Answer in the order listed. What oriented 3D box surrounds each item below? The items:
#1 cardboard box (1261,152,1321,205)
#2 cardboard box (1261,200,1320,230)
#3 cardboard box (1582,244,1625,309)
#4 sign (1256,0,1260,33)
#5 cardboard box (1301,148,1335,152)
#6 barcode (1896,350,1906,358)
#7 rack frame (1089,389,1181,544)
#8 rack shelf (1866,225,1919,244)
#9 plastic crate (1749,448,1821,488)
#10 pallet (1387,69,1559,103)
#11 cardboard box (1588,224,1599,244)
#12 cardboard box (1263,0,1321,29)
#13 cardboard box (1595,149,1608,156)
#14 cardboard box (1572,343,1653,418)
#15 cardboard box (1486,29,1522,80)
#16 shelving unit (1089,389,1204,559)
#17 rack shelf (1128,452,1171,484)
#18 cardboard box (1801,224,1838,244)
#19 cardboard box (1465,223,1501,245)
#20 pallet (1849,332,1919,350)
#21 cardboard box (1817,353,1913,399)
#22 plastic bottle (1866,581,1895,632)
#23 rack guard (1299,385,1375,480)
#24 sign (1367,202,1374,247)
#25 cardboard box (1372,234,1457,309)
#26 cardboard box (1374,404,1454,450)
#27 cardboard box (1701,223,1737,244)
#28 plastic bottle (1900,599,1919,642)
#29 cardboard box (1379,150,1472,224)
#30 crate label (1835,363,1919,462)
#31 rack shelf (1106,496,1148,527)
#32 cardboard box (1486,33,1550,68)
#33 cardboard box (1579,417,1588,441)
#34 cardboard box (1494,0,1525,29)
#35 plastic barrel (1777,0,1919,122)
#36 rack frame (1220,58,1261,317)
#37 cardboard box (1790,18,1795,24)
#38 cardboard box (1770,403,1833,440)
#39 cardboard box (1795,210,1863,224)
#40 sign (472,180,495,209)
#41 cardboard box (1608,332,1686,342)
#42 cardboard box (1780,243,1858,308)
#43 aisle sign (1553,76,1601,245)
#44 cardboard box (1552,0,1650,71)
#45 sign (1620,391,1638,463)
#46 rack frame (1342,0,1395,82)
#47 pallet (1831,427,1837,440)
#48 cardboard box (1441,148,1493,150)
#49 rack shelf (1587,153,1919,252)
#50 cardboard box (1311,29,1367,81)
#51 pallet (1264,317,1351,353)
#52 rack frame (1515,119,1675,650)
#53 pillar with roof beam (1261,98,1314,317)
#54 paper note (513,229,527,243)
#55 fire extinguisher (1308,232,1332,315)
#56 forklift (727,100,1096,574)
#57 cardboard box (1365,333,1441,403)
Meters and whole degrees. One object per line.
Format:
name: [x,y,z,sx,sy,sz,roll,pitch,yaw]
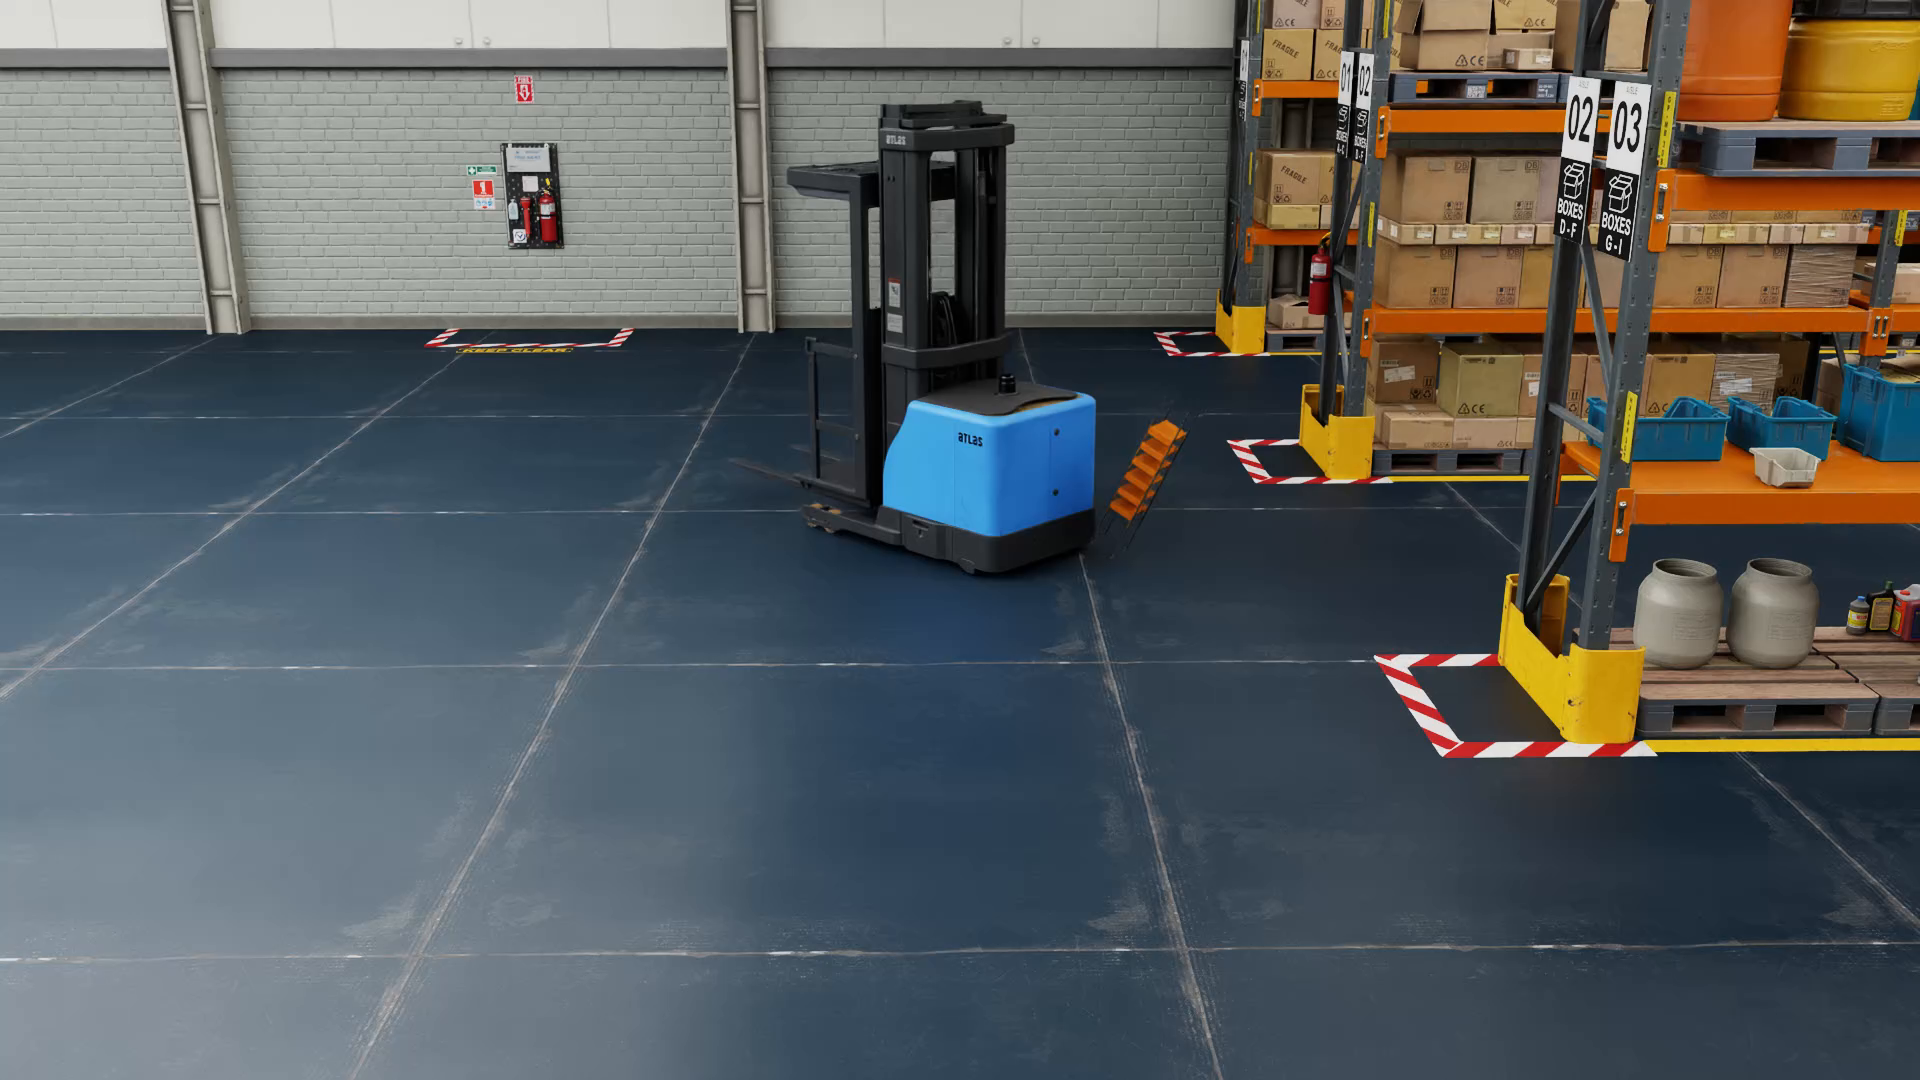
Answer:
cardboard box: [3.474,-3.800,17.466,0.500,0.500,0.500,0,18,-1]
cardboard box: [3.485,-3.437,17.565,0.500,0.250,0.500,-1,18,-2]
cardboard box: [5.089,-2.135,13.129,0.500,0.500,0.700,0,18,1]
sign: [3.001,-5.273,16.732,0.005,0.325,0.100,0,18,-1]
cardboard box: [3.964,-3.956,17.953,0.500,0.500,0.500,0,18,0]
barcode: [7.335,-1.451,12.959,0.075,0.075,0.001,0,18,-1]
rack frame: [1.154,-0.478,10.997,0.006,1.200,0.240,36,31,18]
rack shelf: [8.991,-3.280,18.040,4.000,0.370,1.077,0,18,-1]
plastic crate: [4.048,-0.349,8.155,0.250,0.136,0.298,0,18,-1]
pallet: [3.782,-3.463,12.665,1.213,0.211,1.003,0,18,-1]
cardboard box: [4.758,-2.380,12.832,0.250,0.149,0.380,-1,18,-2]
cardboard box: [3.381,-5.483,16.985,0.500,0.500,0.500,-2,18,-5]
cardboard box: [5.125,-2.754,12.935,0.500,0.500,0.700,0,18,-1]
cardboard box: [5.114,-1.270,13.181,0.500,0.500,0.500,0,18,-1]
cardboard box: [5.431,-5.008,17.141,0.500,0.500,0.500,-1,18,-3]
shelving unit: [1.225,-0.427,10.968,0.189,1.200,0.258,36,31,18]
rack shelf: [1.253,-0.487,10.931,0.180,0.103,0.258,36,31,18]
cardboard box: [6.558,-2.389,12.860,0.250,0.149,0.380,-1,18,-2]
cardboard box: [3.983,-2.376,12.819,0.250,0.149,0.380,0,18,-1]
pallet: [10.210,-2.301,18.376,1.213,0.211,1.003,0,18,-1]
cardboard box: [7.474,-1.347,13.733,0.500,0.311,0.500,0,18,-1]
plastic bottle: [5.095,0.367,9.220,0.133,0.283,0.061,0,18,0]
rack guard: [3.050,-0.891,13.505,0.348,0.500,1.175,0,18,-1]
sign: [3.077,-2.361,12.451,0.005,0.325,0.100,0,18,-1]
cardboard box: [3.541,-2.127,13.103,0.500,0.500,0.700,0,18,-1]
cardboard box: [3.614,-0.906,13.276,0.500,0.250,0.500,0,18,-1]
cardboard box: [5.788,-2.386,12.848,0.250,0.149,0.380,0,18,-1]
plastic bottle: [5.233,0.413,9.077,0.133,0.283,0.061,0,18,-1]
cardboard box: [3.594,-2.745,12.906,0.500,0.500,0.700,0,18,-1]
crate label: [4.985,-0.676,8.687,0.616,0.435,0.502,0,18,-1]
rack shelf: [1.120,-0.203,11.108,0.180,0.103,0.258,36,31,18]
cardboard box: [4.221,-3.791,12.871,0.500,0.250,0.500,0,18,-1]
cardboard box: [5.114,-0.913,13.297,0.500,0.250,0.500,0,18,-1]
cardboard box: [5.425,-5.478,16.969,0.500,0.500,0.500,-1,18,-3]
plastic barrel: [4.286,-2.330,7.995,0.600,0.588,0.600,0,18,0]
rack frame: [2.992,-3.594,17.840,0.127,3.000,1.000,0,18,-1]
cardboard box: [6.566,-3.921,12.868,0.500,0.500,0.500,1,18,4]
cardboard box: [6.613,-0.922,13.325,0.500,0.250,0.500,0,18,-1]
cardboard box: [6.630,-2.761,12.958,0.500,0.500,0.700,0,18,-1]
sign: [-5.347,-3.878,18.668,0.234,0.329,0.001,0,18,-1]
cardboard box: [5.605,-1.436,13.701,0.500,0.500,0.500,0,18,-1]
cardboard box: [6.630,-2.144,13.156,0.500,0.500,0.700,-1,18,-2]
aisle sign: [3.072,-1.896,8.292,0.004,0.787,0.394,0,18,-1]
cardboard box: [4.739,-3.748,12.330,0.500,0.500,0.500,0,18,-1]
sign: [3.153,-0.532,7.842,0.005,0.325,0.100,0,18,-1]
rack frame: [3.074,-4.938,12.207,0.127,3.000,1.000,0,18,-1]
pallet: [7.810,-0.788,13.658,1.213,0.211,1.003,0,18,-1]
cardboard box: [5.503,-3.968,17.991,0.500,0.500,0.500,0,18,1]
rack shelf: [5.148,-1.663,8.089,4.000,0.370,1.077,0,18,-1]
cardboard box: [3.868,-4.996,17.105,0.500,0.500,0.500,1,18,3]
pallet: [3.881,-2.260,18.246,1.213,0.211,1.003,0,18,-1]
rack frame: [3.149,-0.568,8.408,0.127,3.000,1.000,0,18,-1]
pillar with roof beam: [3.746,-5.403,13.659,0.400,9.000,9.100,0,18,-1]
paper note: [-4.970,-3.433,18.781,0.142,0.148,0.016,0,18,-1]
fire extinguisher: [2.949,-2.185,13.576,0.183,0.674,0.296,0,18,-1]
forklift: [-0.479,-1.544,11.564,1.130,2.935,3.031,-17,24,-42]
cardboard box: [3.606,-1.422,13.656,0.500,0.500,0.500,0,18,-1]
